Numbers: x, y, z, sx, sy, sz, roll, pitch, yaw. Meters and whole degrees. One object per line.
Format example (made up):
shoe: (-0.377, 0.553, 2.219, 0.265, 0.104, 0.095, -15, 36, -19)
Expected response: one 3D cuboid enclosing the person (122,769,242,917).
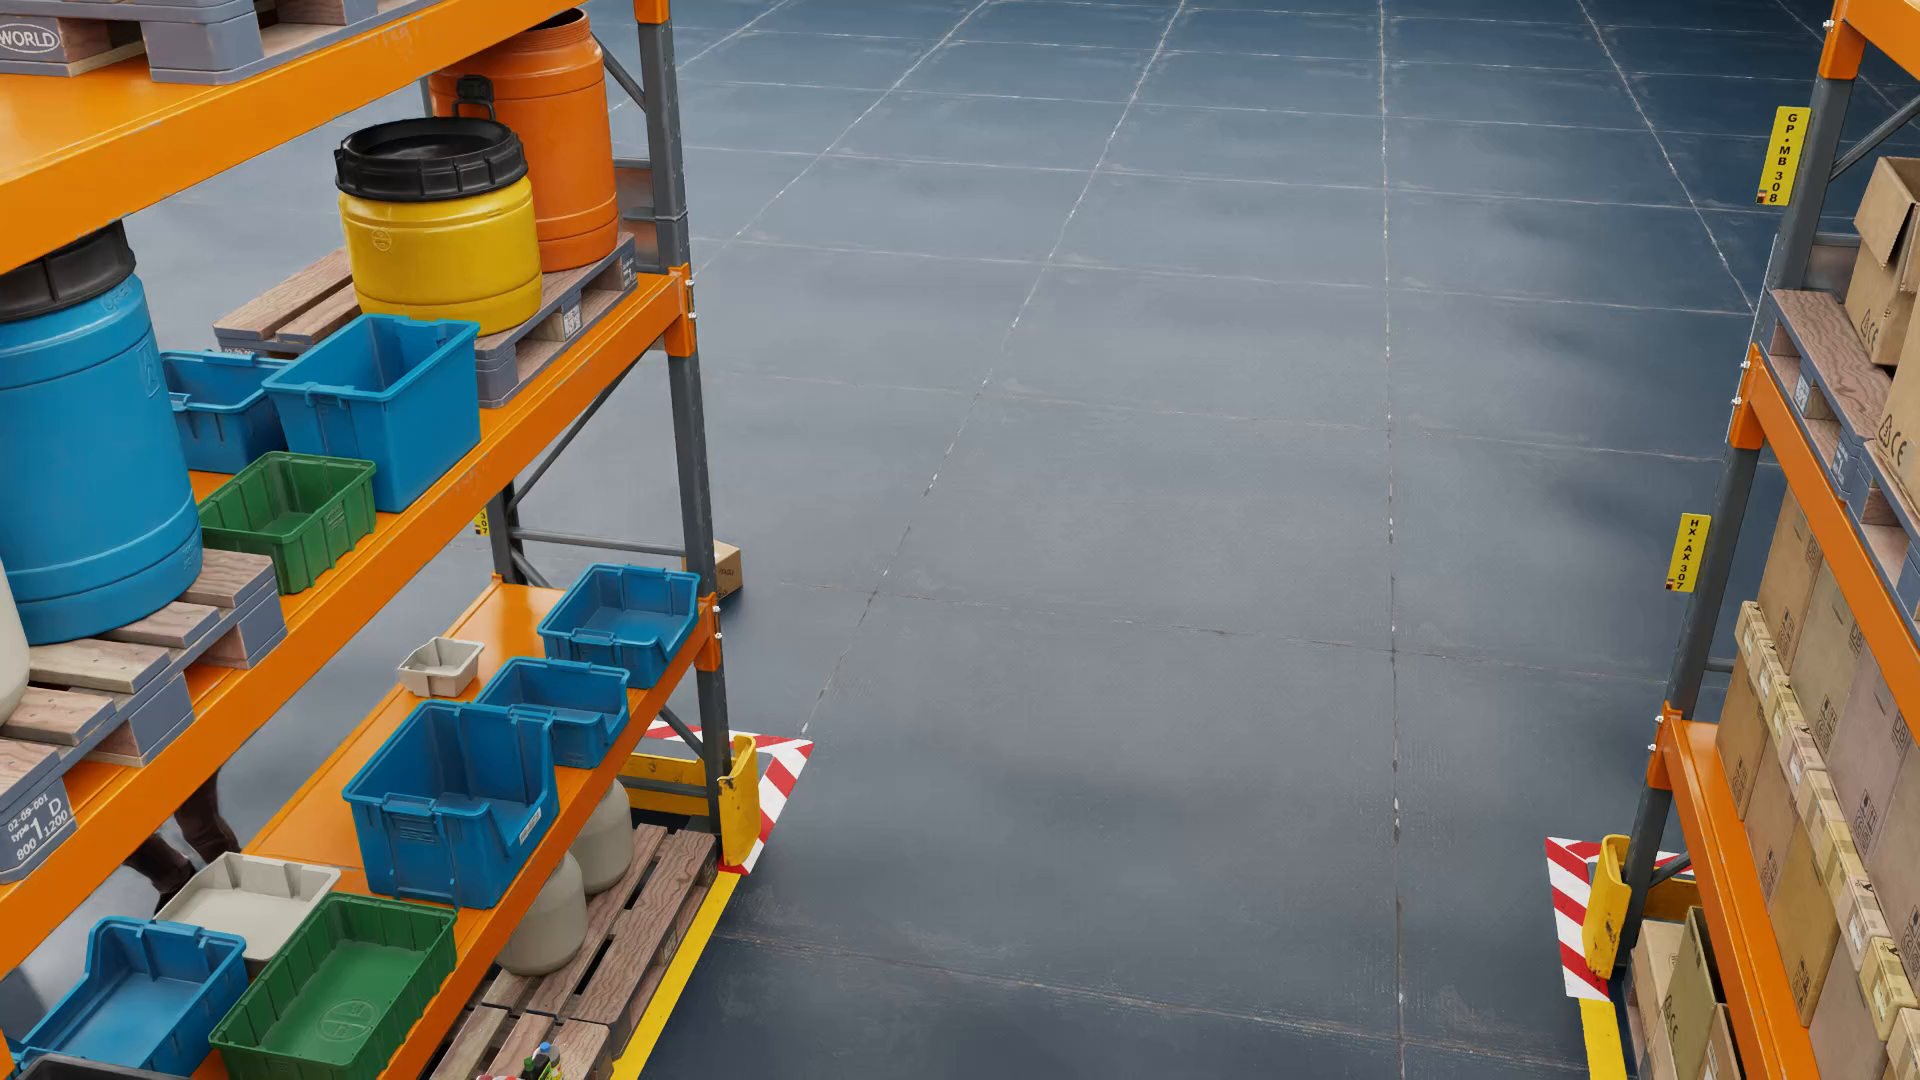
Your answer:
person: (-3.347, 0.923, 6.951, 0.540, 1.756, 0.505, 7, 29, 12)
